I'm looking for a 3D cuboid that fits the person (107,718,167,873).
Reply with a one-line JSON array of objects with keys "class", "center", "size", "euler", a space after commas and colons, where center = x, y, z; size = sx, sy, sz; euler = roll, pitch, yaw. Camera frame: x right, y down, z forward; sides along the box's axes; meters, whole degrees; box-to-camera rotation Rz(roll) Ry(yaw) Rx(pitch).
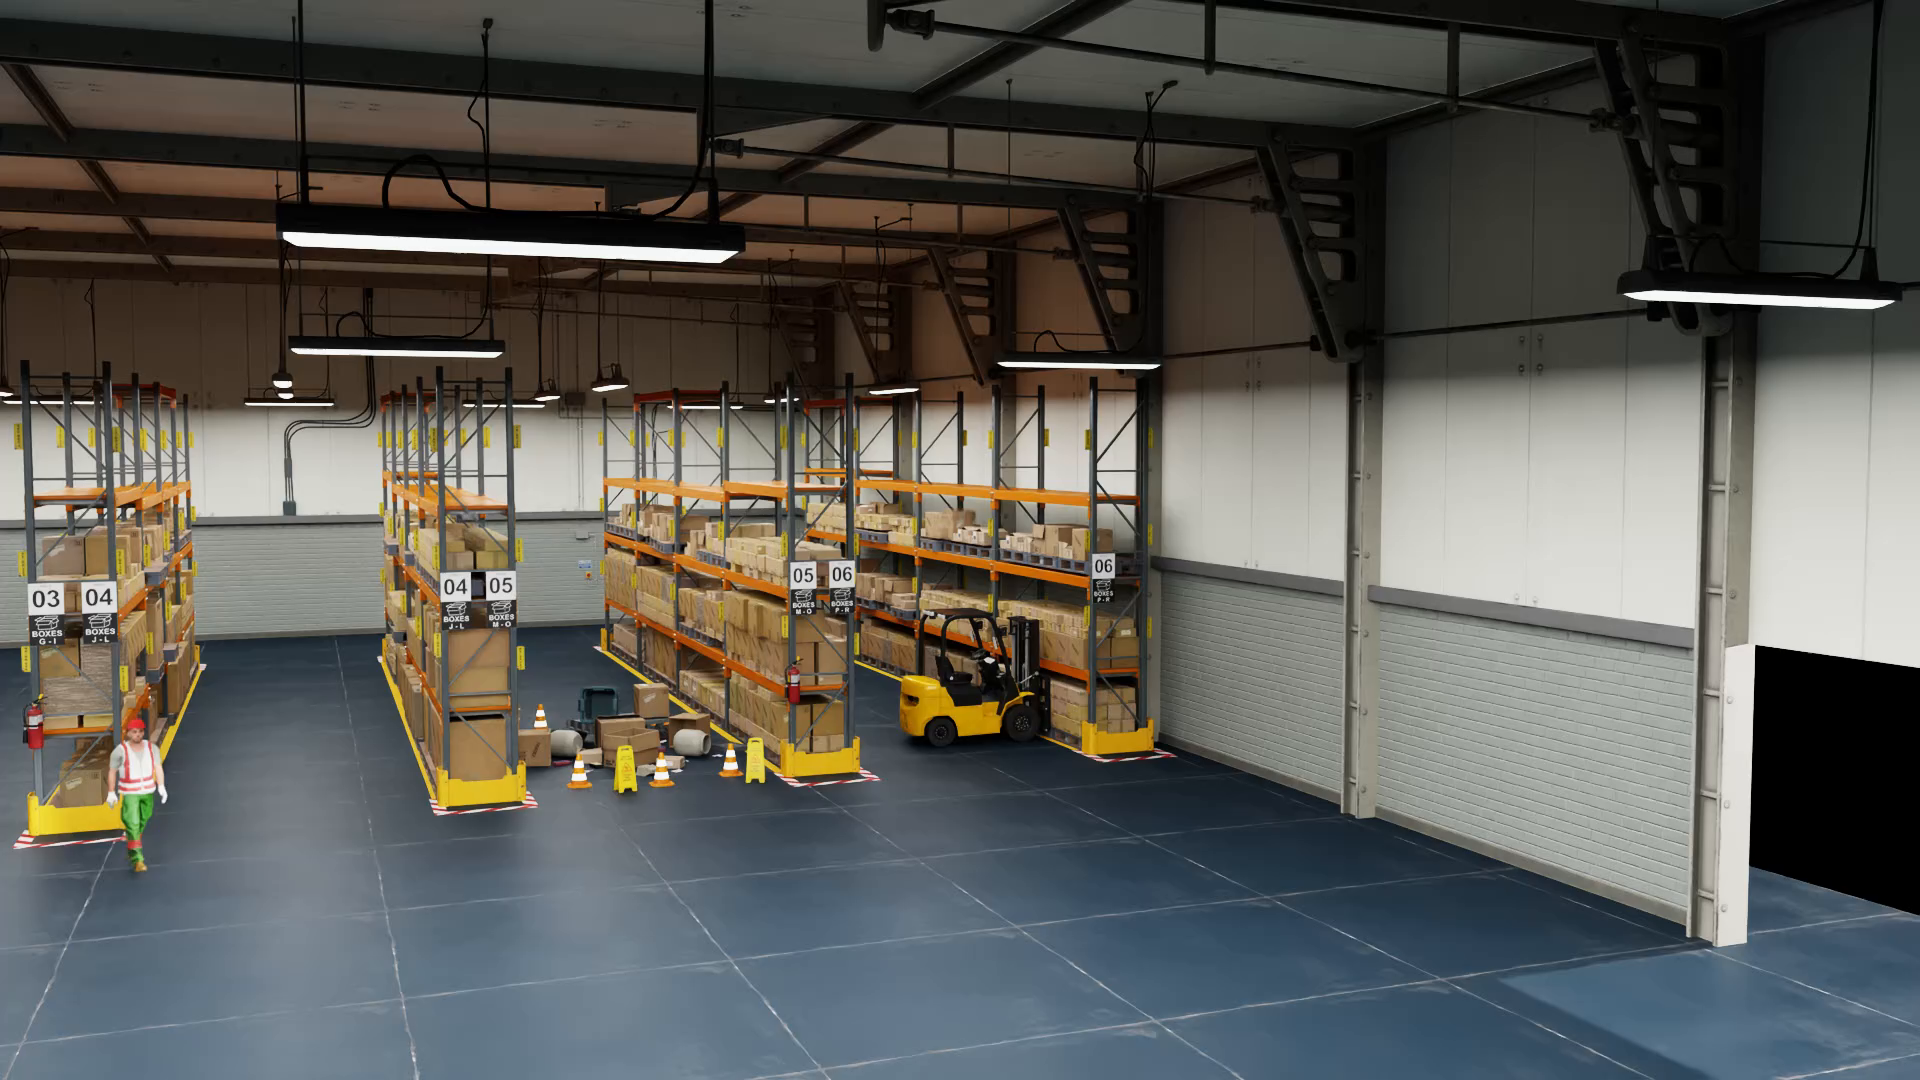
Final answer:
[{"class": "person", "center": [-9.532, 2.938, 19.334], "size": [1.040, 1.731, 0.559], "euler": [3, 4, 39]}]
